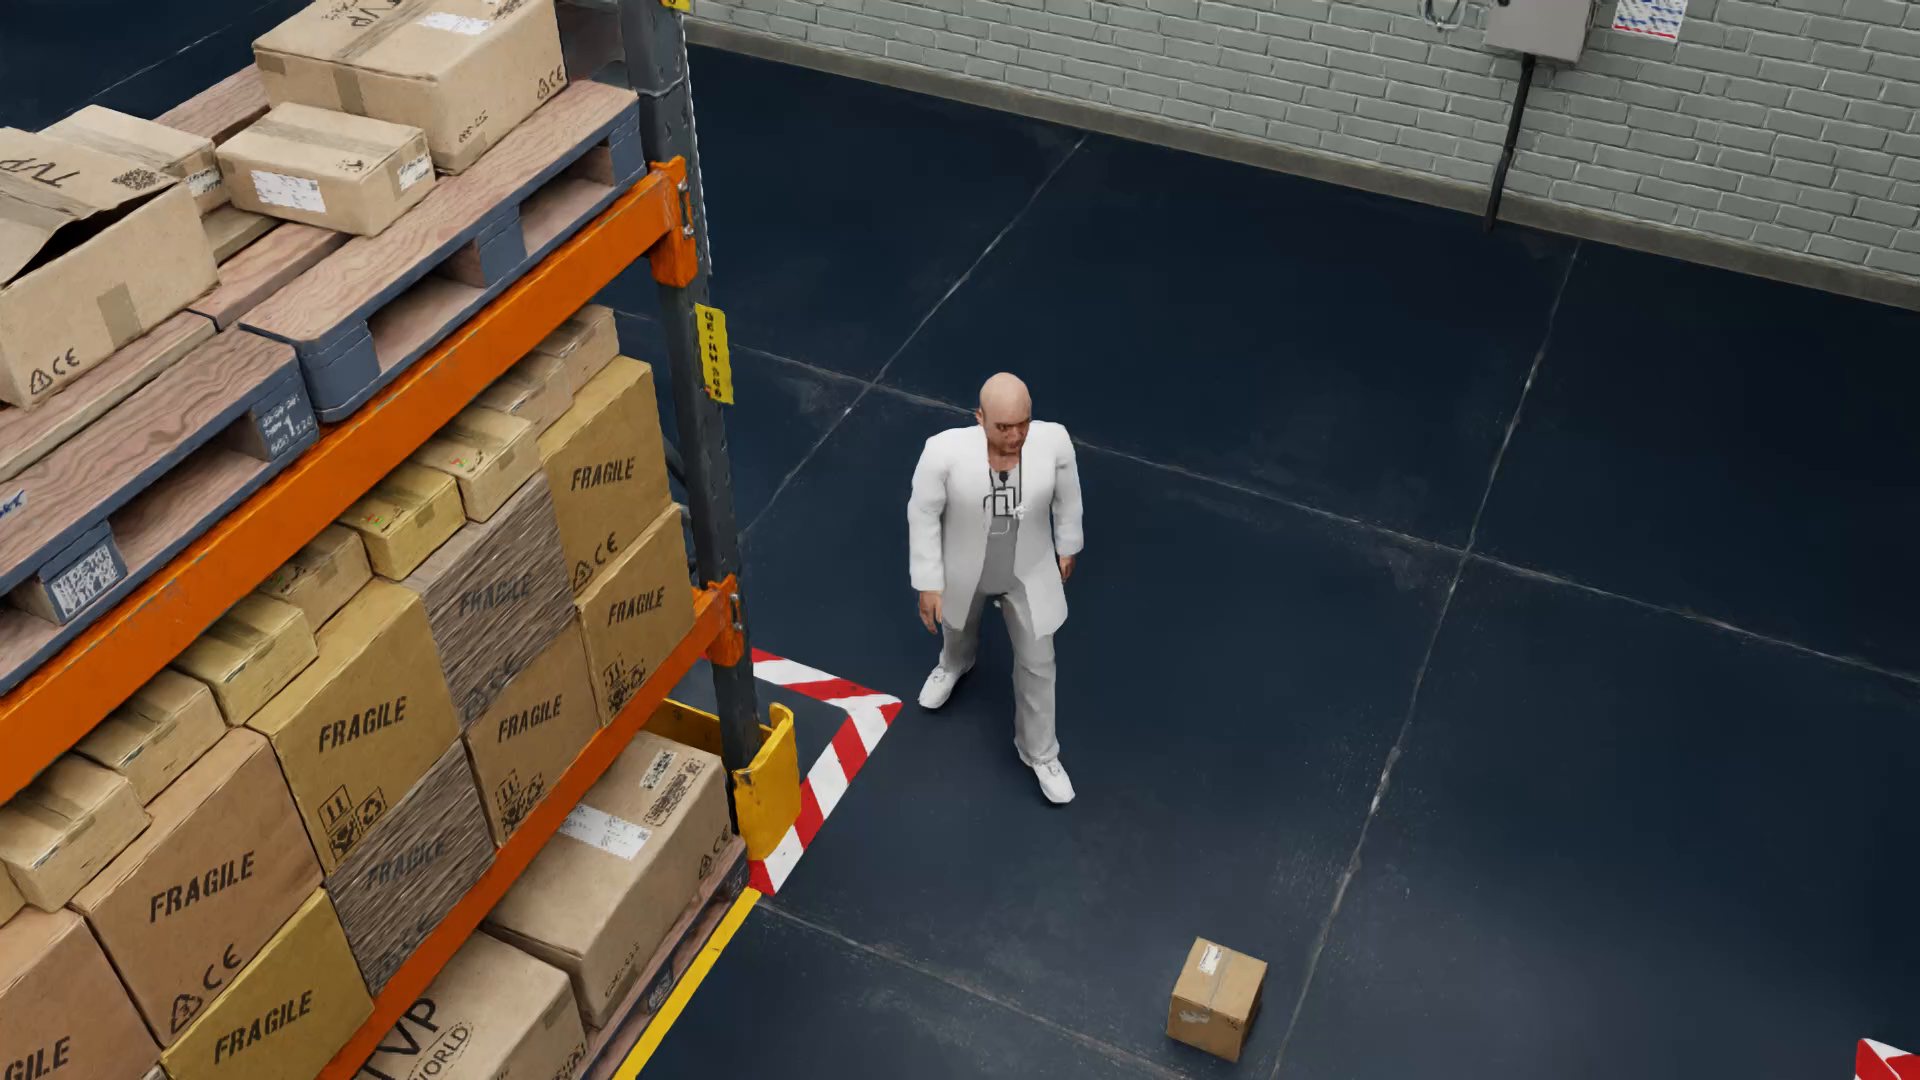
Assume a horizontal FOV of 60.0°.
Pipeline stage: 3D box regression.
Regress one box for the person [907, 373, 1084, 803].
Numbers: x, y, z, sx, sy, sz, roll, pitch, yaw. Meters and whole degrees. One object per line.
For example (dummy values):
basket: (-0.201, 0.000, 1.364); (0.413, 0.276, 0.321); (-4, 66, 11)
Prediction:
person: (0.139, 0.108, 6.060); (0.653, 1.758, 0.848); (-3, 41, -3)
